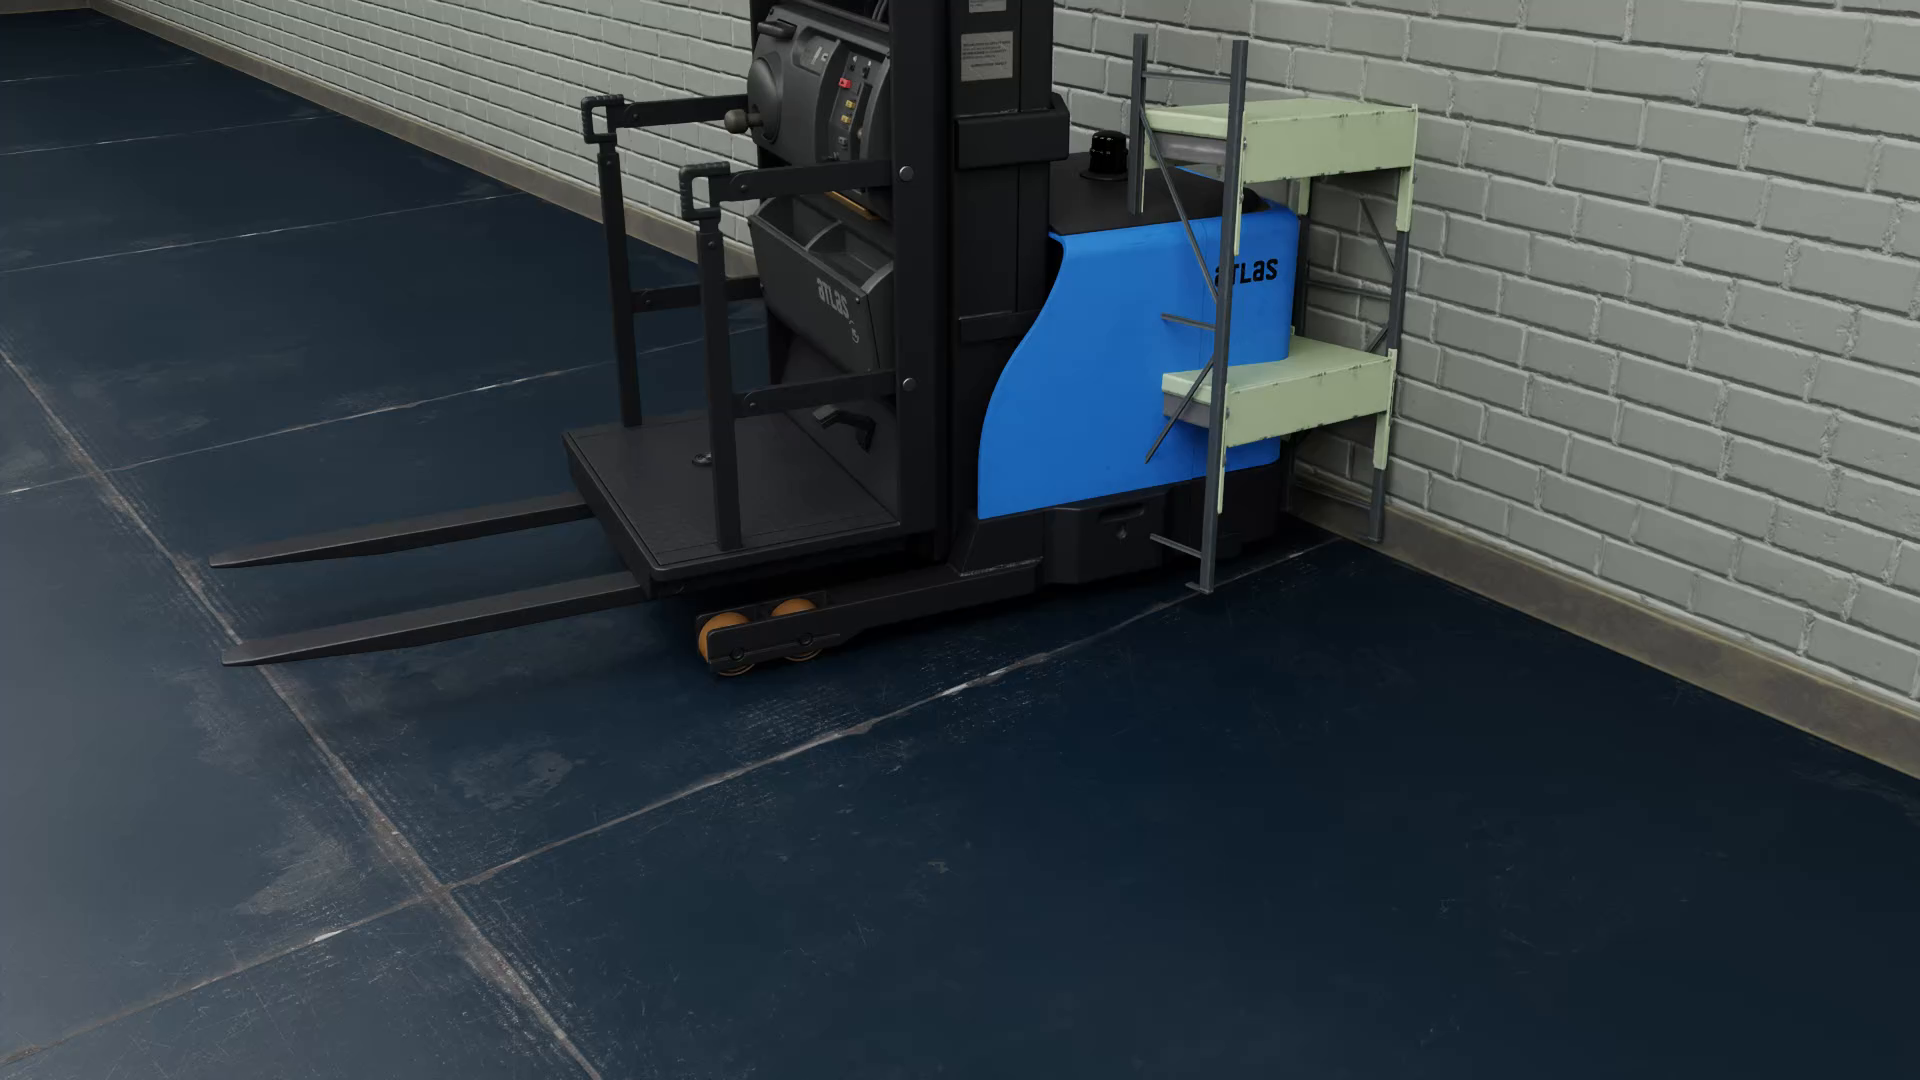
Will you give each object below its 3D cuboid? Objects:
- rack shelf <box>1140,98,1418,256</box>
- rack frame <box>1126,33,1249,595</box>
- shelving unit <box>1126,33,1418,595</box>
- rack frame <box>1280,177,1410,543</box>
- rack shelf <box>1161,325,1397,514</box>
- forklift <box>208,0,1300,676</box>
[{"bbox_3d":[0.886,-1.048,4.673,0.720,0.370,0.431,-14,24,-35],"label":"rack shelf"},{"bbox_3d":[0.592,-0.608,4.593,0.023,1.500,0.400,-14,24,-35],"label":"rack frame"},{"bbox_3d":[0.882,-0.680,4.804,0.755,1.500,0.431,-14,24,-35],"label":"shelving unit"},{"bbox_3d":[1.172,-0.752,5.015,0.023,1.500,0.400,-14,24,-35],"label":"rack frame"},{"bbox_3d":[0.879,-0.373,4.914,0.720,0.370,0.431,-14,24,-35],"label":"rack shelf"},{"bbox_3d":[-0.571,-1.218,4.393,3.031,2.935,1.130,-11,27,-22],"label":"forklift"}]
